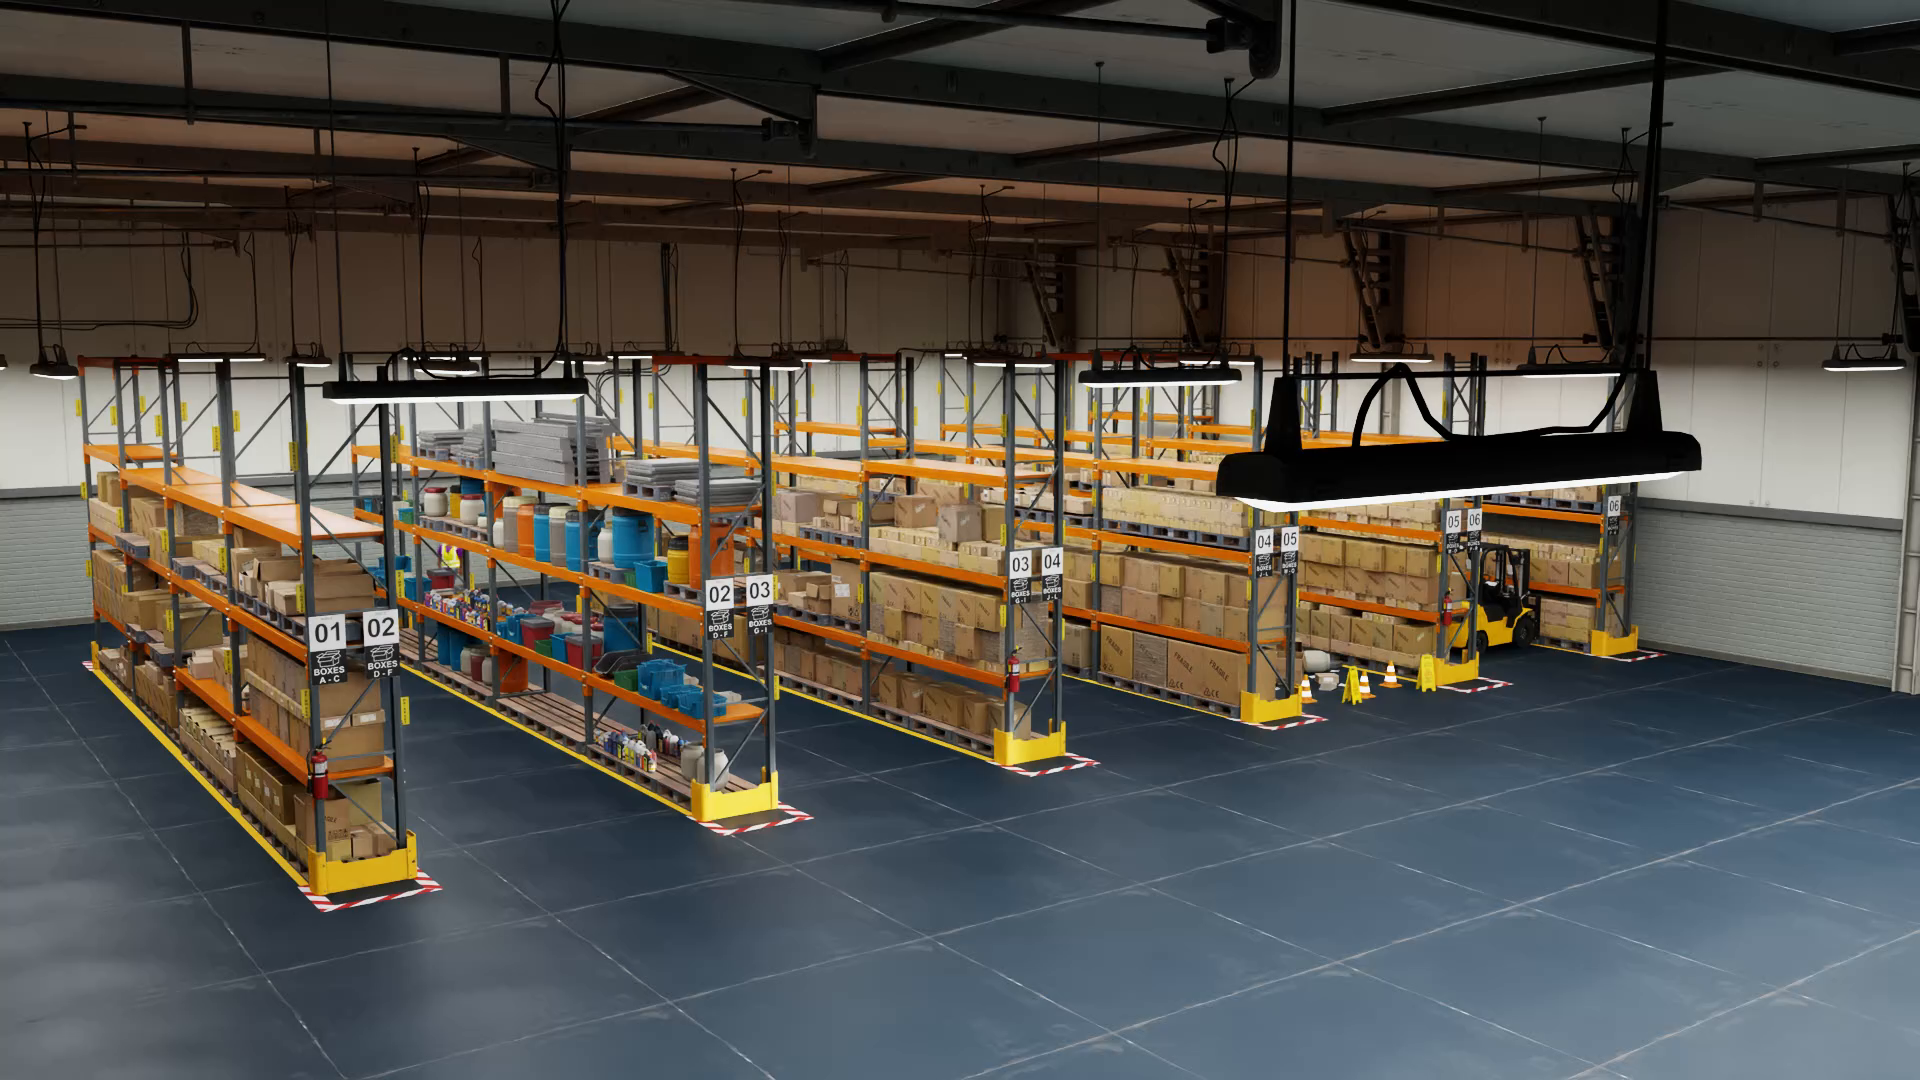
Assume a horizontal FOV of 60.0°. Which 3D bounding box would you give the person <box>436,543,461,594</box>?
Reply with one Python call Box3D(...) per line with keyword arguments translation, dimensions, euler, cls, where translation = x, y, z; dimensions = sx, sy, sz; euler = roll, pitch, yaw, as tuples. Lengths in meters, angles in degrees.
Box3D(translation=(-12.133, 0.656, 39.523), dimensions=(0.558, 1.754, 0.670), euler=(2, 7, 16), cls="person")
